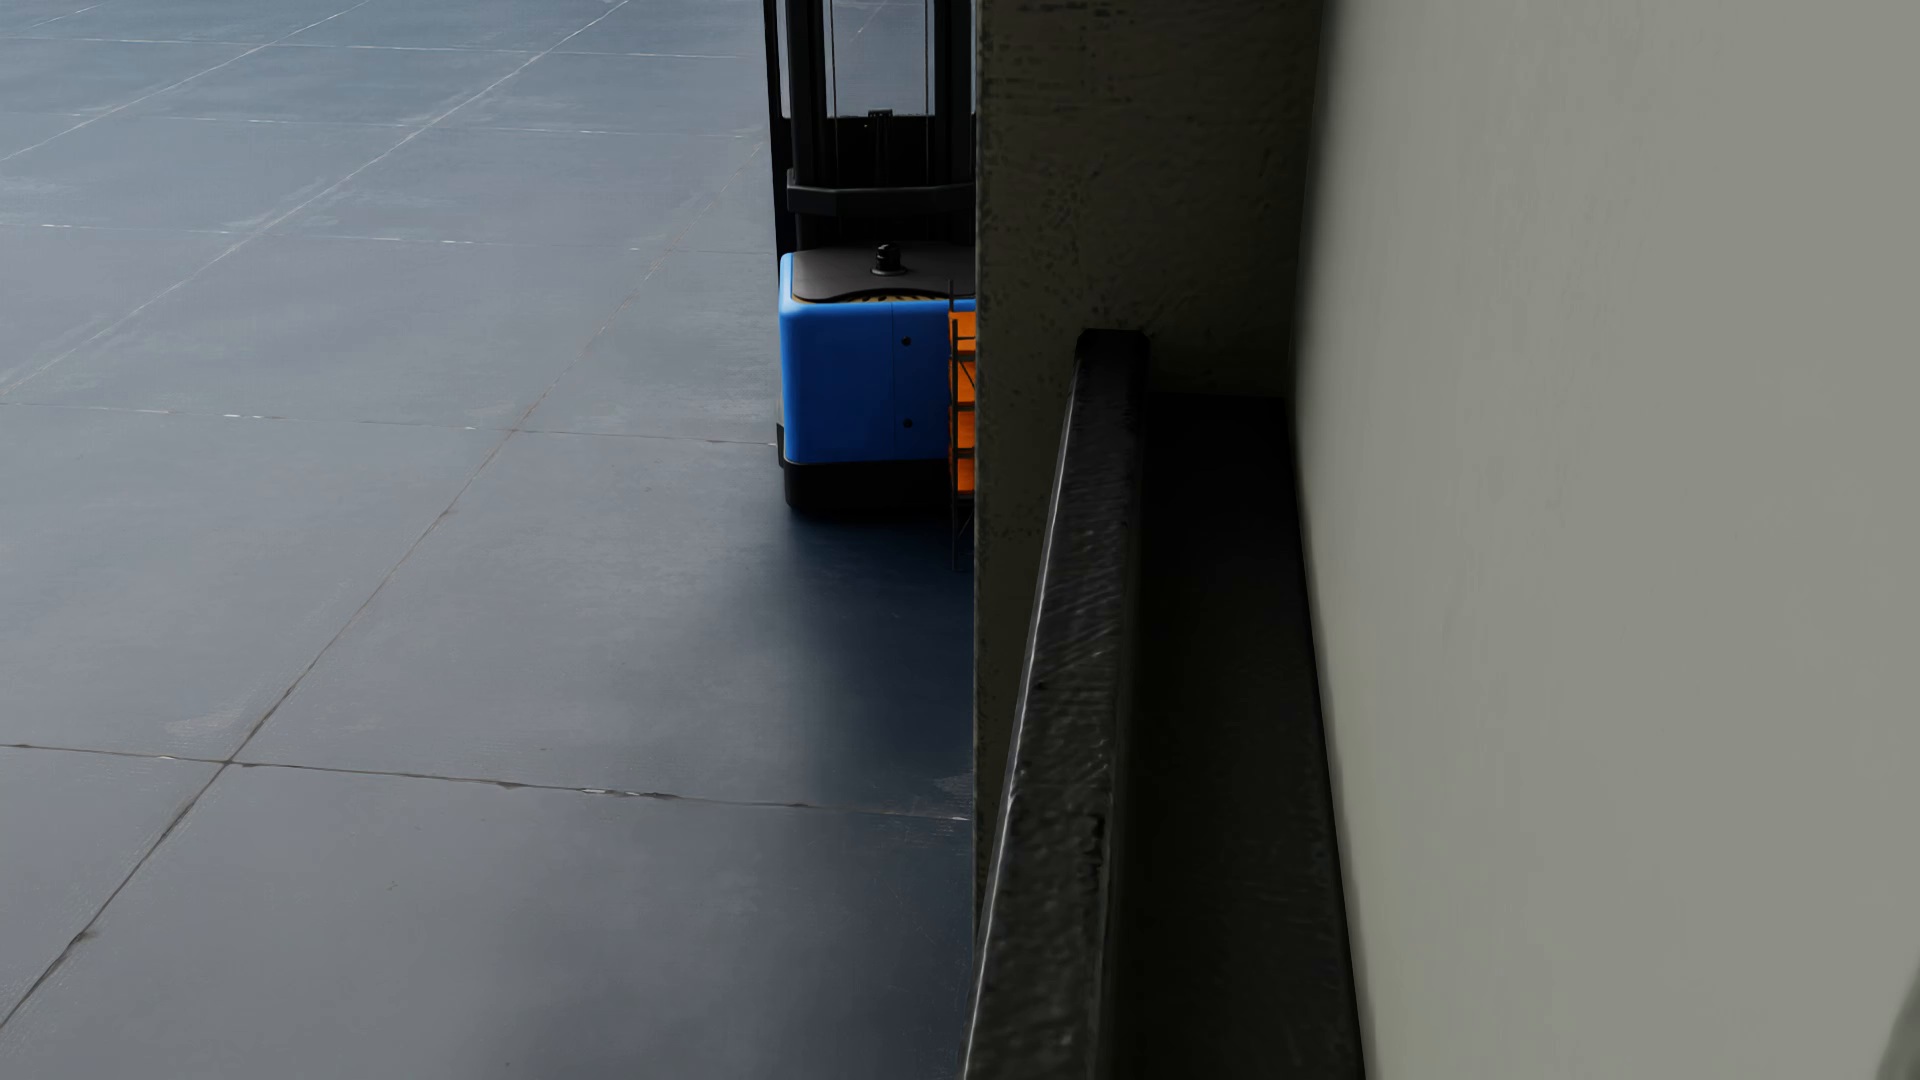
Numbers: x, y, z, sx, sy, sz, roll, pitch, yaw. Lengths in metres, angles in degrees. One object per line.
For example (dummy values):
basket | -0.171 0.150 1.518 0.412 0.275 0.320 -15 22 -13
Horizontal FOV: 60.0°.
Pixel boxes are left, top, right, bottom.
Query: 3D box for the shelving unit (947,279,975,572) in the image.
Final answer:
shelving unit | 0.080 -0.508 7.427 0.258 1.200 0.503 -1 28 -2

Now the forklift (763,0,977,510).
forklift | -0.424 -2.100 8.557 1.130 2.935 3.031 -2 28 -4

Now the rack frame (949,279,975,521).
rack frame | 0.072 -0.623 7.642 0.240 1.200 0.015 -1 28 -2

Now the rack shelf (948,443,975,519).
rack shelf | 0.080 -0.273 7.553 0.258 0.148 0.480 -1 28 -2

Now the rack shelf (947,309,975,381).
rack shelf | 0.080 -0.853 7.241 0.258 0.148 0.480 -1 28 -2

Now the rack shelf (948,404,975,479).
rack shelf | 0.080 -0.448 7.459 0.258 0.148 0.480 -1 28 -2

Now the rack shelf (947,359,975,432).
rack shelf | 0.080 -0.645 7.353 0.258 0.148 0.480 -1 28 -2

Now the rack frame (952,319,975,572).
rack frame | 0.089 -0.392 7.212 0.240 1.200 0.015 -1 28 -2
